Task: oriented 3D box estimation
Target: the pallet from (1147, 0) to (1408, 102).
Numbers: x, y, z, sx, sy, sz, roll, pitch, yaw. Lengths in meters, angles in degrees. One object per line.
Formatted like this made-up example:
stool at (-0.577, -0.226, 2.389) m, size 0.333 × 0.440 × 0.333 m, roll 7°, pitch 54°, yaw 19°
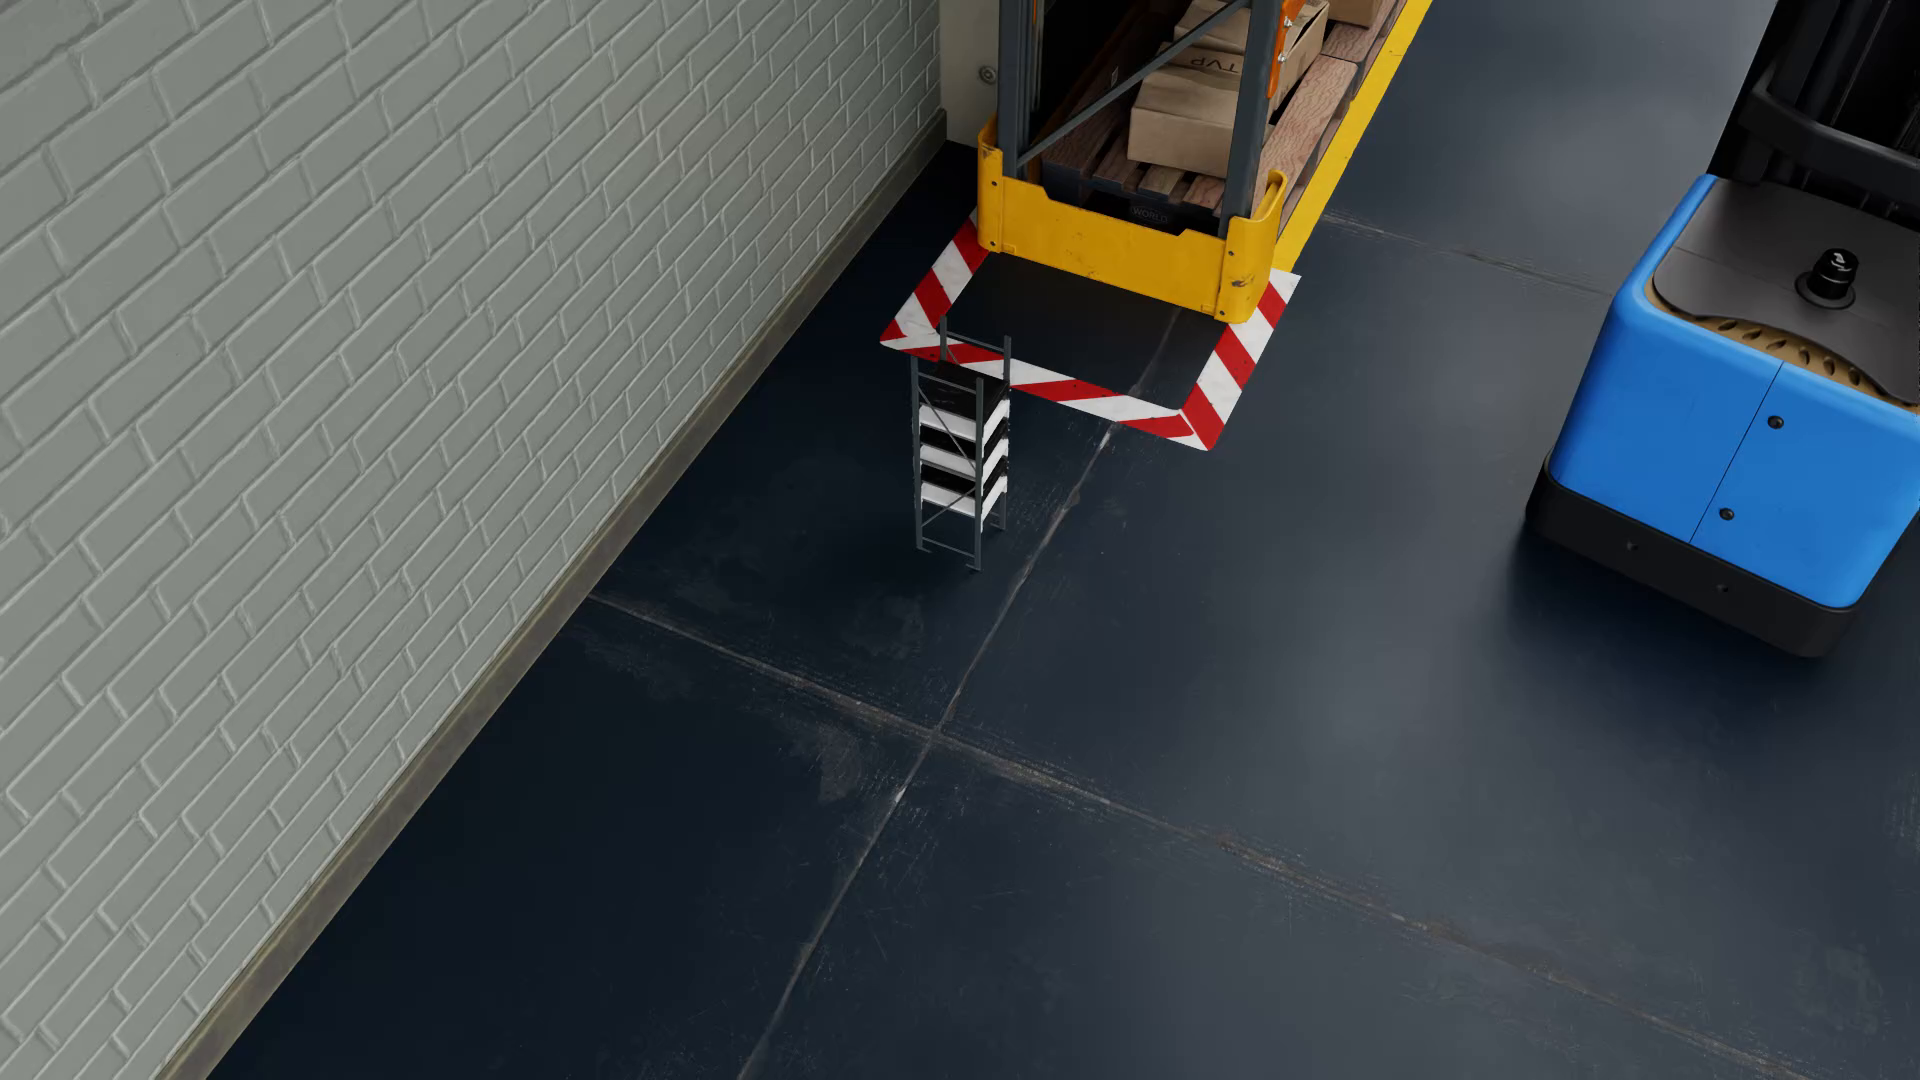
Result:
pallet at (1.551, -2.585, 7.811) m, size 1.003 × 0.211 × 1.213 m, roll 20°, pitch 52°, yaw 16°

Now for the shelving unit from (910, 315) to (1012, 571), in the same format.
shelving unit at (0.003, -0.297, 5.412) m, size 0.258 × 0.900 × 0.210 m, roll 20°, pitch 52°, yaw 16°

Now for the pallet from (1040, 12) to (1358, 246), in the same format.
pallet at (1.028, -1.748, 7.099) m, size 1.003 × 0.211 × 1.213 m, roll 20°, pitch 52°, yaw 16°

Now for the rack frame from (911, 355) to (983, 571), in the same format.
rack frame at (-0.040, -0.227, 5.352) m, size 0.240 × 0.900 × 0.006 m, roll 20°, pitch 52°, yaw 16°

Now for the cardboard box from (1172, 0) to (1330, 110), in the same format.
cardboard box at (1.237, -2.162, 7.097) m, size 0.500 × 0.311 × 0.500 m, roll 24°, pitch 54°, yaw 19°

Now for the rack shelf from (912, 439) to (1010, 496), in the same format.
rack shelf at (0.003, -0.276, 5.437) m, size 0.258 × 0.077 × 0.200 m, roll 20°, pitch 52°, yaw 16°

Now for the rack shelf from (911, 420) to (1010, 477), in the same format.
rack shelf at (0.003, -0.334, 5.369) m, size 0.258 × 0.077 × 0.200 m, roll 20°, pitch 52°, yaw 16°

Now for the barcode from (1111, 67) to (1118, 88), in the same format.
barcode at (0.640, -1.915, 6.881) m, size 0.001 × 0.075 × 0.075 m, roll 20°, pitch 52°, yaw 16°

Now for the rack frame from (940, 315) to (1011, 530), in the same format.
rack frame at (0.047, -0.367, 5.472) m, size 0.240 × 0.900 × 0.006 m, roll 20°, pitch 52°, yaw 16°

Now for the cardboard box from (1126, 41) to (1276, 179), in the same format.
cardboard box at (0.994, -1.770, 6.763) m, size 0.500 × 0.311 × 0.500 m, roll 14°, pitch 51°, yaw 12°

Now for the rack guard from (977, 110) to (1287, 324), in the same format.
rack guard at (0.649, -1.293, 6.522) m, size 1.175 × 0.500 × 0.348 m, roll 20°, pitch 52°, yaw 16°

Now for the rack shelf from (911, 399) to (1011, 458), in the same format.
rack shelf at (0.003, -0.392, 5.300) m, size 0.258 × 0.077 × 0.200 m, roll 20°, pitch 52°, yaw 16°

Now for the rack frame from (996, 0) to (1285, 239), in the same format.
rack frame at (0.617, -2.051, 5.526) m, size 1.000 × 3.000 × 0.127 m, roll 20°, pitch 52°, yaw 16°

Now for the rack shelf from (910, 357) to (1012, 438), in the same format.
rack shelf at (0.003, -0.451, 5.232) m, size 0.258 × 0.077 × 0.200 m, roll 20°, pitch 52°, yaw 16°

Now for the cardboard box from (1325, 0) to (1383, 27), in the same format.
cardboard box at (1.596, -2.712, 7.441) m, size 0.700 × 0.500 × 0.500 m, roll 17°, pitch 52°, yaw 14°

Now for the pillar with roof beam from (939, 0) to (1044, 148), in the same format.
pillar with roof beam at (4.026, -3.358, 2.699) m, size 9.100 × 9.000 × 0.400 m, roll 20°, pitch 52°, yaw 16°

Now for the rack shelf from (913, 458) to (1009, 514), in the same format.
rack shelf at (0.003, -0.217, 5.506) m, size 0.258 × 0.077 × 0.200 m, roll 20°, pitch 52°, yaw 16°

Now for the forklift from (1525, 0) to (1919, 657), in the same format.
forklift at (3.217, -1.662, 5.239) m, size 1.130 × 2.935 × 3.031 m, roll 29°, pitch 55°, yaw 22°

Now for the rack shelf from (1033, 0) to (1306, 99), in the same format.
rack shelf at (1.471, -3.195, 6.972) m, size 1.077 × 0.370 × 4.000 m, roll 20°, pitch 52°, yaw 16°

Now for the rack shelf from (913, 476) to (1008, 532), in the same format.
rack shelf at (0.003, -0.159, 5.575) m, size 0.258 × 0.077 × 0.200 m, roll 20°, pitch 52°, yaw 16°
